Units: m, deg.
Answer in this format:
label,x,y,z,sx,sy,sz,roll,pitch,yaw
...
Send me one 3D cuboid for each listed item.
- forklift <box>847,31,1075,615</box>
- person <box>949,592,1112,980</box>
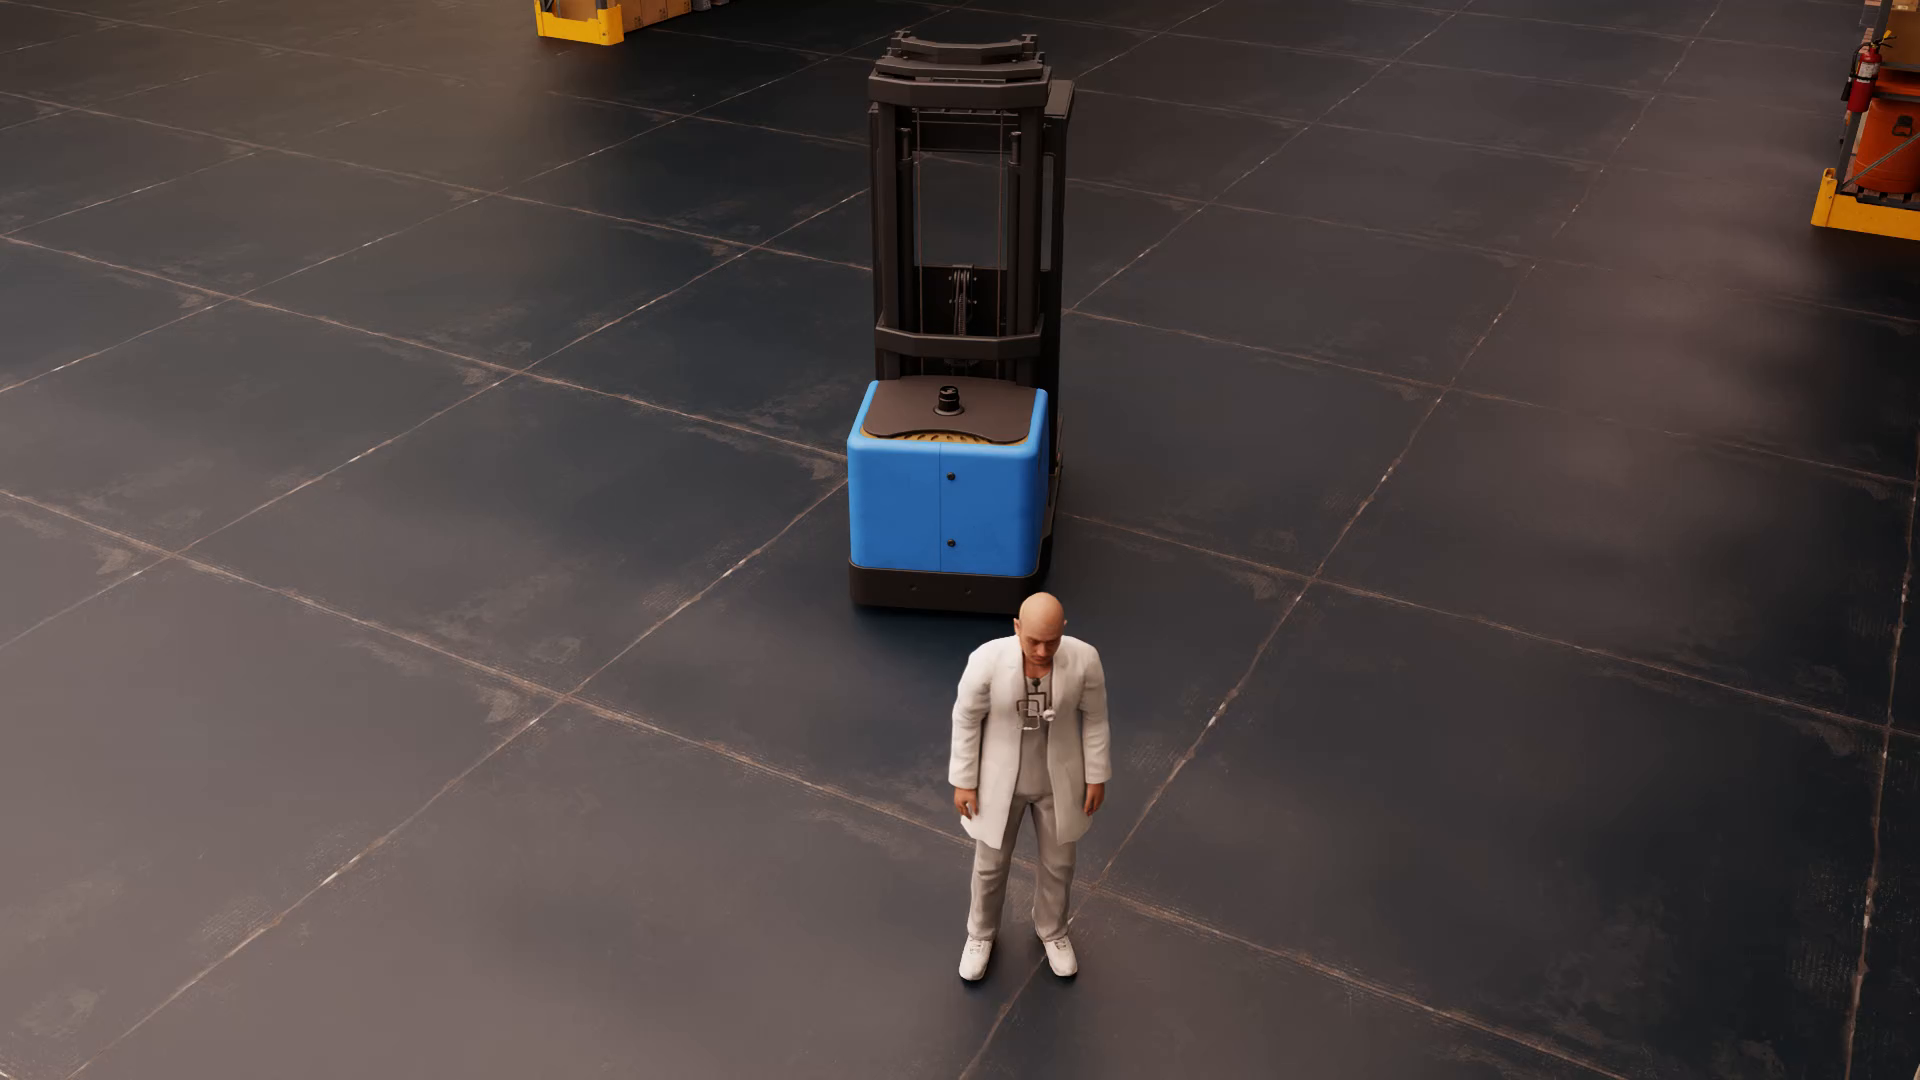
label,x,y,z,sx,sy,sz,roll,pitch,yaw
forklift,0.072,-1.572,9.794,1.130,2.935,3.031,3,30,6
person,0.277,0.953,6.577,0.646,1.774,0.420,-2,30,-3
